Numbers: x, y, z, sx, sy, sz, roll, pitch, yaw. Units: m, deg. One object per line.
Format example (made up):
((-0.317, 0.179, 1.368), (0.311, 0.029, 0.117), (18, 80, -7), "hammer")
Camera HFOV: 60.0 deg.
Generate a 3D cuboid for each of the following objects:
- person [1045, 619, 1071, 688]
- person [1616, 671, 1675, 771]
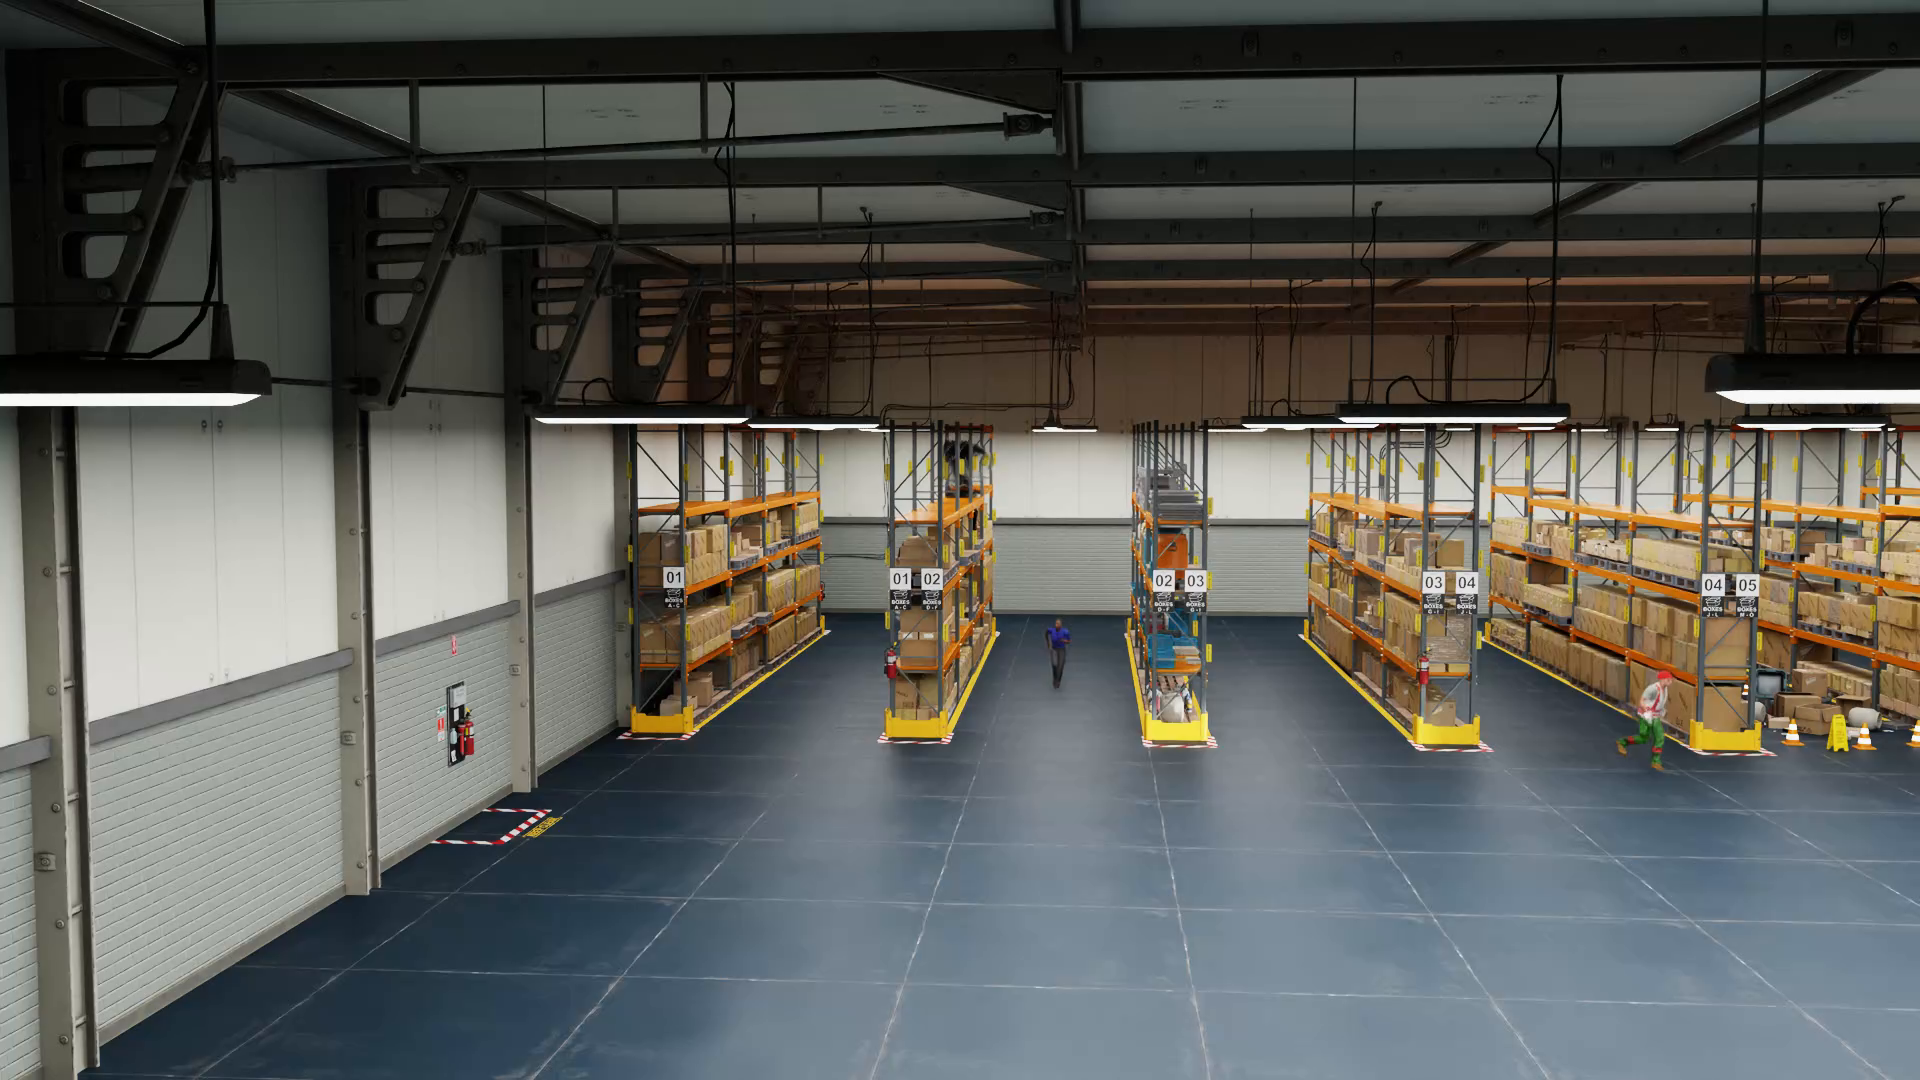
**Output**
((2.203, 2.540, 37.434), (0.564, 1.575, 0.858), (0, 4, 1), "person")
((11.806, 3.073, 28.647), (0.669, 1.731, 0.989), (-4, 5, -44), "person")
